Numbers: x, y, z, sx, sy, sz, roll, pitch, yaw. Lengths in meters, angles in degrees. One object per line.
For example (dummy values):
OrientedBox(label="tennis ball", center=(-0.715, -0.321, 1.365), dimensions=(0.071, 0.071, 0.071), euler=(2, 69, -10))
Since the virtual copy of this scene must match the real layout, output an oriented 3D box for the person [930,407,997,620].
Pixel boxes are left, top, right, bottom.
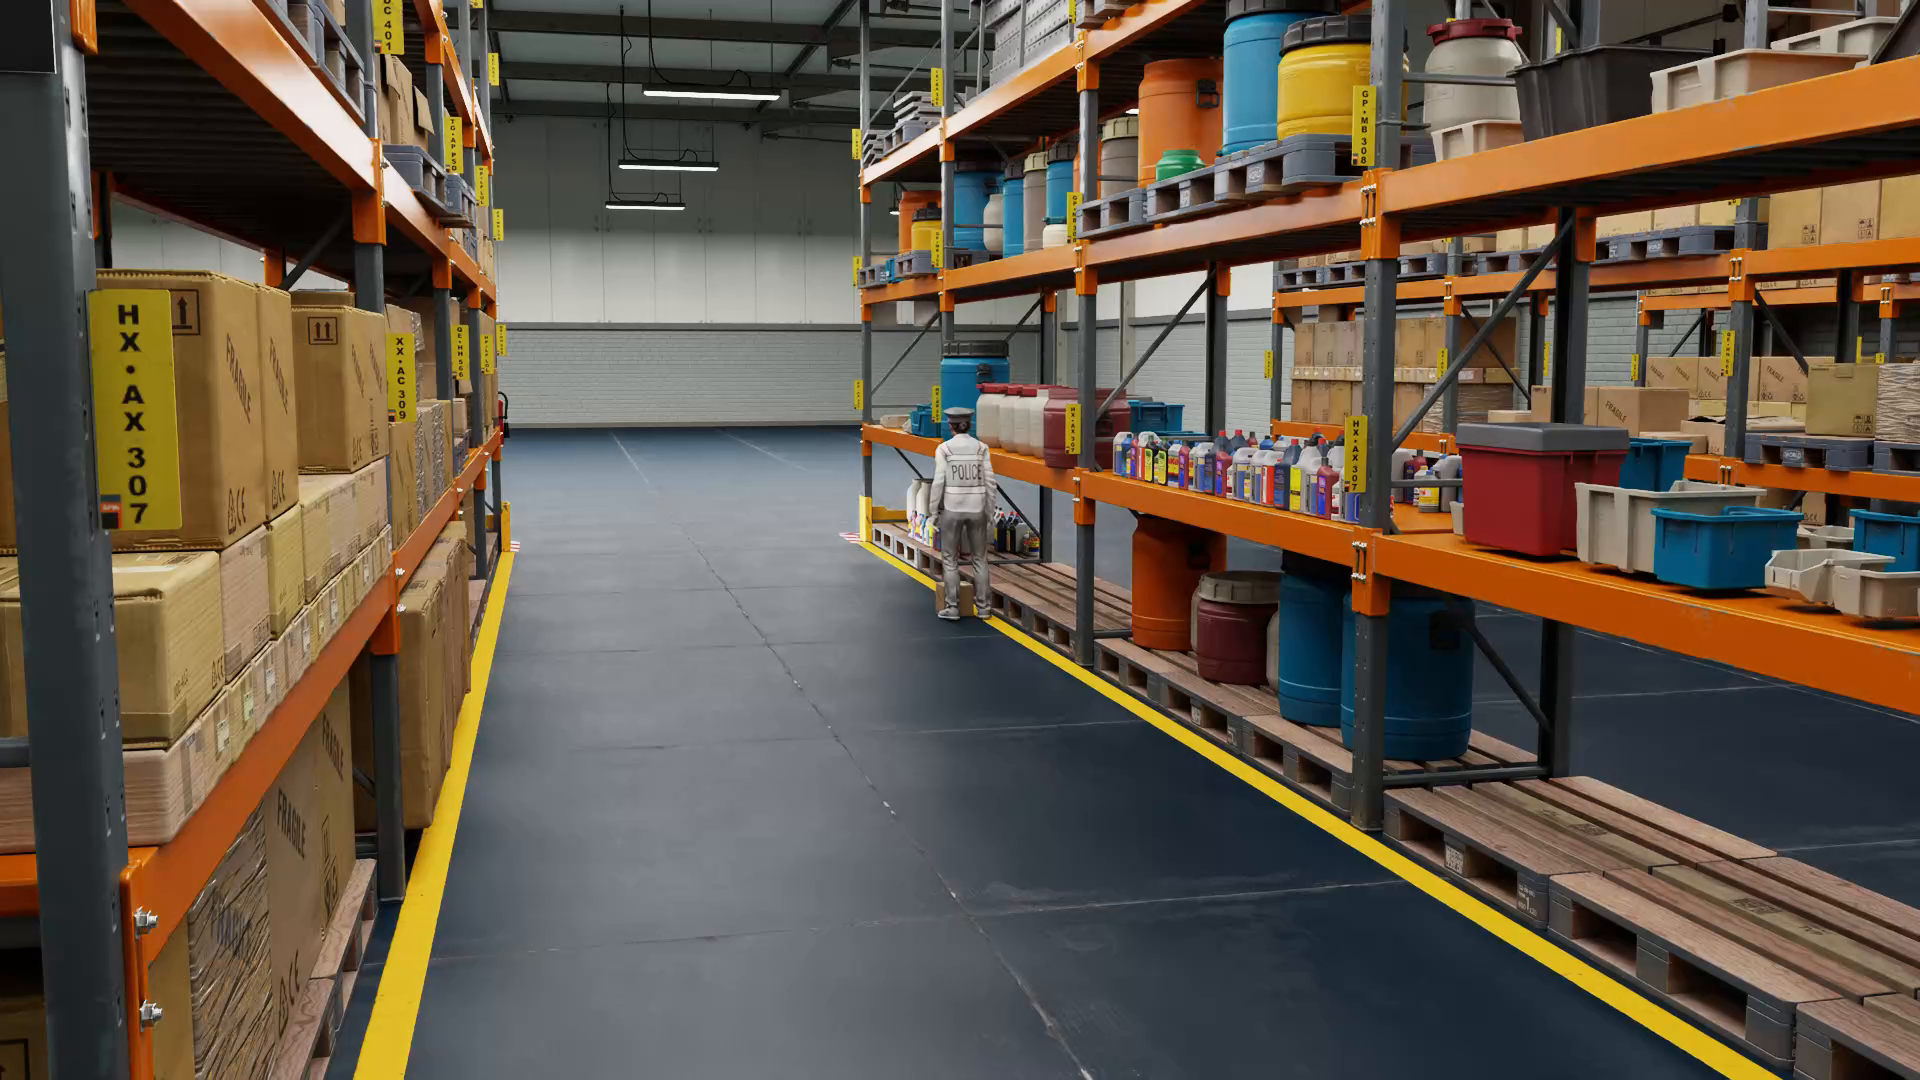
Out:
OrientedBox(label="person", center=(0.024, -0.204, 13.032), dimensions=(0.529, 1.663, 0.371), euler=(-1, 6, -13))
